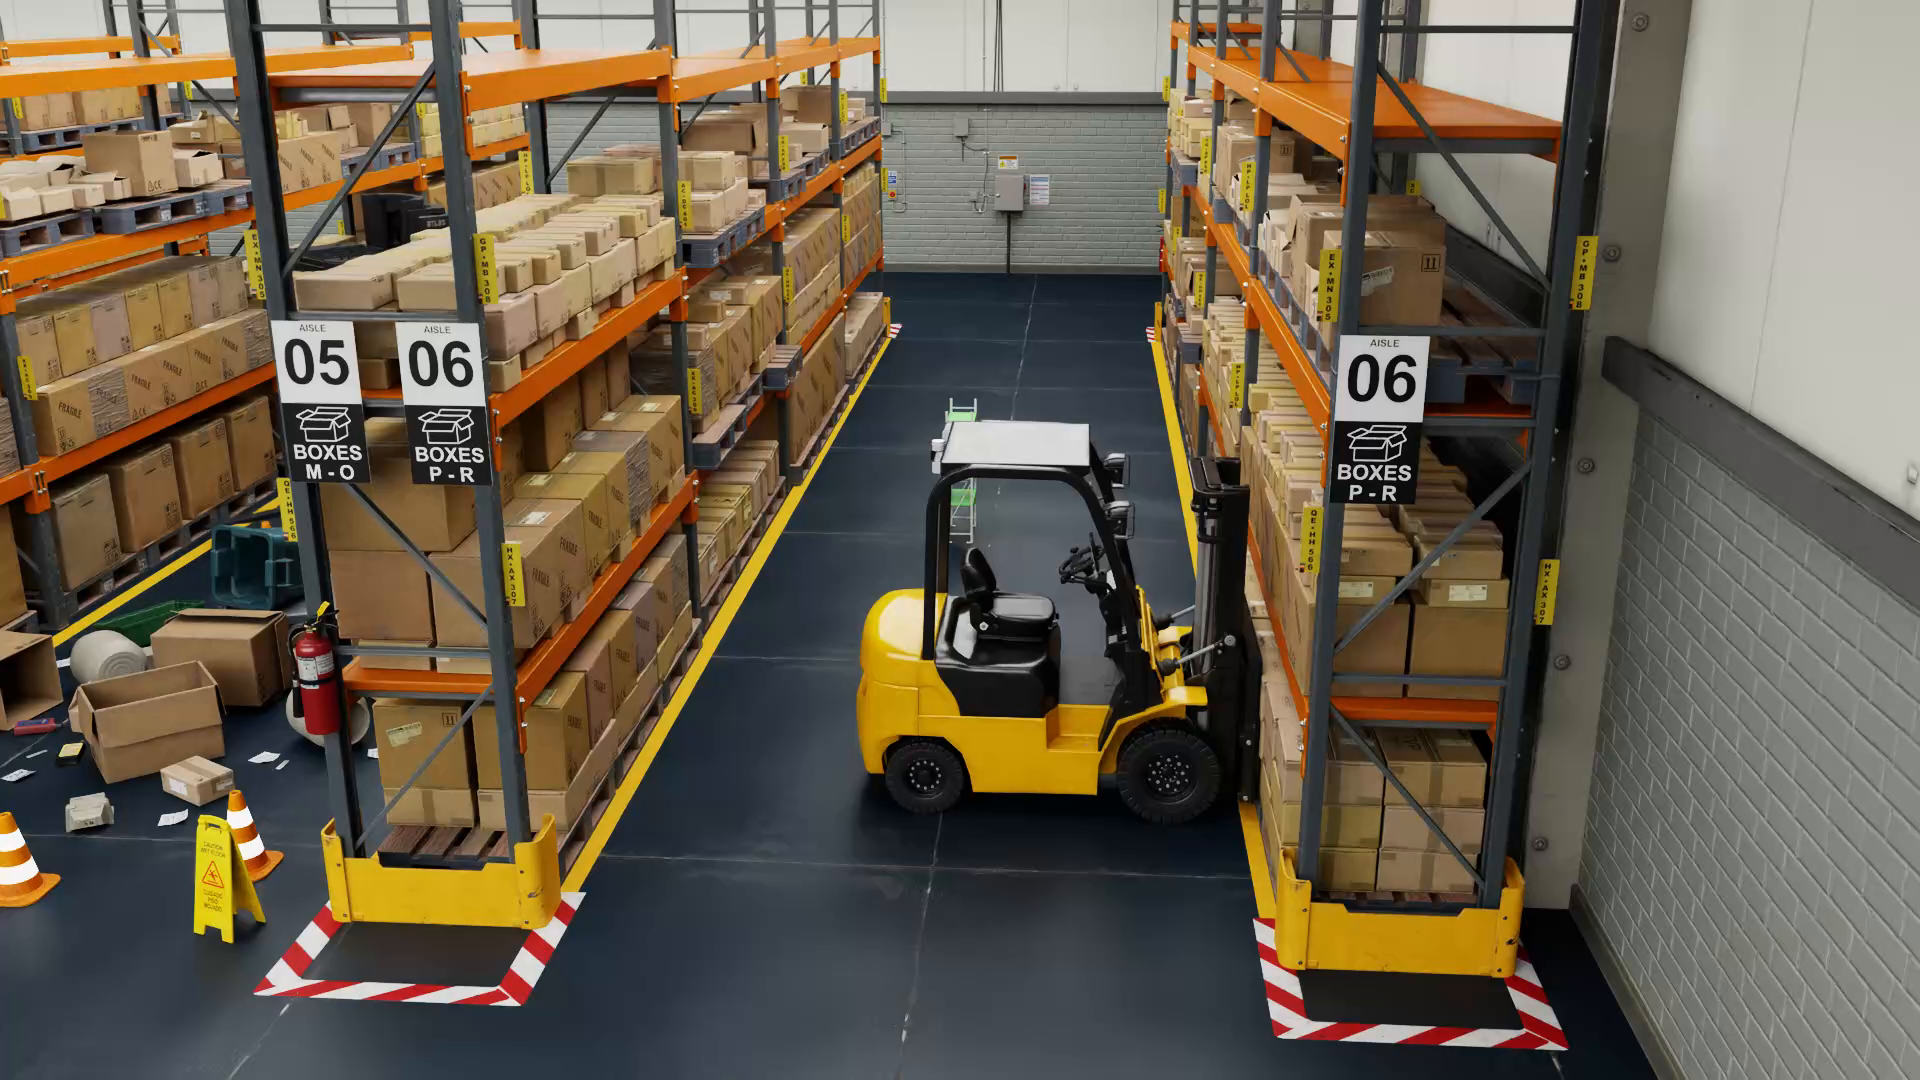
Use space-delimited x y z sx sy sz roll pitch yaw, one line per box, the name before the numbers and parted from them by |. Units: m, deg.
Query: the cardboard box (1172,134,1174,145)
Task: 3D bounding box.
cardboard box | 2.937 -5.183 21.510 0.380 0.149 0.250 1 18 4

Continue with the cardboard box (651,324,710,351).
cardboard box | -2.073 -1.506 12.348 0.380 0.149 0.250 1 18 4

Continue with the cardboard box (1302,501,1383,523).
cardboard box | 1.999 -0.092 8.706 0.380 0.149 0.250 2 18 5

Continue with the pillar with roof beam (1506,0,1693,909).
pillar with roof beam | -1.140 -2.463 7.986 9.100 9.000 0.400 1 18 4

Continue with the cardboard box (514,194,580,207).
cardboard box | -2.807 -2.266 11.326 0.380 0.149 0.250 1 18 3

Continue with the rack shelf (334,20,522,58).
rack shelf | -6.687 -6.364 21.053 1.077 0.370 4.000 1 18 4

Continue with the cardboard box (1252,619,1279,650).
cardboard box | 2.028 0.690 10.137 0.500 0.250 0.500 1 18 3

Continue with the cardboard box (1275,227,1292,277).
cardboard box | 2.083 -1.716 9.907 0.396 0.266 0.258 1 18 3

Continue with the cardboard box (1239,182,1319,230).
cardboard box | 2.301 -2.422 11.989 0.500 0.311 0.500 1 18 2

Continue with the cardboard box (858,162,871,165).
cardboard box | -1.425 -5.113 22.903 0.380 0.149 0.250 2 18 5

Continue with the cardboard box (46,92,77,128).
cardboard box | -11.731 -5.509 21.104 0.700 0.500 0.500 2 18 7

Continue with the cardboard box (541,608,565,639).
cardboard box | -2.411 0.430 9.197 0.380 0.149 0.250 1 18 2

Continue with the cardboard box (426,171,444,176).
cardboard box | -6.963 -4.532 21.692 0.500 0.500 0.500 1 18 2

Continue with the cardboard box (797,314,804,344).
cardboard box | -1.867 -2.149 16.904 0.500 0.250 0.500 1 18 2

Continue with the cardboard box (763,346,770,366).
cardboard box | -1.908 -1.645 14.854 0.380 0.149 0.250 0 18 1

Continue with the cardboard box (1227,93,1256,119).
cardboard box | 3.126 -4.758 18.236 0.396 0.266 0.258 1 18 4

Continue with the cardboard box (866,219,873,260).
cardboard box | -1.448 -3.975 22.075 0.500 0.500 0.500 2 18 6

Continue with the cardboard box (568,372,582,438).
cardboard box | -2.828 -0.890 10.578 0.700 0.500 0.500 1 18 3

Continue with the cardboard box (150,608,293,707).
cardboard box | -5.086 0.800 11.455 0.797 0.637 0.503 1 18 4

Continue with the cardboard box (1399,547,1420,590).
cardboard box | 2.442 0.147 8.454 0.380 0.149 0.250 1 18 4

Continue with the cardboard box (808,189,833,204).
cardboard box | -1.604 -4.079 19.747 0.380 0.149 0.250 1 18 3

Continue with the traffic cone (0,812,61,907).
traffic cone | -5.133 1.695 9.007 0.336 0.463 0.334 1 18 4

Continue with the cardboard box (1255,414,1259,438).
cardboard box | 2.190 -0.744 11.174 0.380 0.149 0.250 2 18 5

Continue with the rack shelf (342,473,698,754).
rack shelf | -2.603 0.292 10.371 1.077 0.370 4.000 1 18 4

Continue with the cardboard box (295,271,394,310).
cardboard box | -3.016 -1.226 8.152 0.380 0.149 0.250 1 18 4

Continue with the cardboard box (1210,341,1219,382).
cardboard box | 2.411 -1.520 14.184 0.500 0.250 0.500 1 18 3

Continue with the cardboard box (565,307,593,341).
cardboard box | -2.310 -1.232 9.453 0.380 0.149 0.250 1 18 5

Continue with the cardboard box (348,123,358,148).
cardboard box | -7.103 -4.549 18.641 0.500 0.311 0.500 1 18 3

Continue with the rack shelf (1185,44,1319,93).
rack shelf | 2.922 -4.744 16.747 1.077 0.370 4.000 1 18 4

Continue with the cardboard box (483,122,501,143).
cardboard box | -6.390 -5.372 21.924 0.500 0.250 0.500 2 18 6

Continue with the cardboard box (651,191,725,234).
cardboard box | -2.017 -2.398 12.172 0.500 0.250 0.500 1 18 2

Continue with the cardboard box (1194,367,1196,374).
cardboard box | 2.743 -1.854 18.062 0.380 0.149 0.250 2 18 6

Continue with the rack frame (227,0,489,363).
rack frame | -2.746 -2.280 7.429 1.000 3.000 0.127 1 18 4

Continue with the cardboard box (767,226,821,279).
cardboard box | -1.775 -3.055 17.664 0.500 0.500 0.500 2 18 5

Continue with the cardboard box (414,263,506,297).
cardboard box | -2.515 -1.299 8.374 0.380 0.149 0.250 1 18 4

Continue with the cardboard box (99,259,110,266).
cardboard box | -11.345 -3.667 21.700 0.380 0.149 0.250 1 18 3

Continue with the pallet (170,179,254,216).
pallet | -7.110 -3.127 15.136 1.213 0.211 1.003 2 18 6

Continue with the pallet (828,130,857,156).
pallet | -1.817 -4.793 20.059 1.003 0.211 1.213 1 18 4

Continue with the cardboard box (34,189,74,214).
cardboard box | -7.082 -2.620 12.853 0.250 0.149 0.380 1 18 4

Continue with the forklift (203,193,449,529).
forklift | -5.366 -1.575 15.023 1.130 2.935 3.031 16 24 40

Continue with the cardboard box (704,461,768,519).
cardboard box | -2.268 -0.460 15.055 0.950 0.372 0.625 1 18 3

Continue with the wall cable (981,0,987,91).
wall cable | -0.722 -9.005 27.952 2.355 3.000 0.029 1 18 4

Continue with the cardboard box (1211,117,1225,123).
cardboard box | 2.862 -4.942 19.330 0.500 0.250 0.500 1 18 4

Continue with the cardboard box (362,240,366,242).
cardboard box | -6.683 -3.386 19.211 0.380 0.149 0.250 1 18 2

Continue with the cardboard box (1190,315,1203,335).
cardboard box | 2.443 -2.097 16.234 0.380 0.149 0.250 2 18 5

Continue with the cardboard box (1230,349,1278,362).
cardboard box | 2.357 -1.426 13.256 0.380 0.149 0.250 1 18 4

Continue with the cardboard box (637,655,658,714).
cardboard box | -2.303 0.949 10.952 0.500 0.250 0.500 2 18 5

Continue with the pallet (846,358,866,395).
pallet | -1.753 -2.065 20.887 1.003 0.211 1.213 1 18 4

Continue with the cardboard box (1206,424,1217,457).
cardboard box | 2.720 -0.682 15.326 0.875 0.625 0.625 2 18 6

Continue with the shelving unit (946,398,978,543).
shelving unit | 0.012 -0.622 14.893 0.258 1.200 0.503 1 18 4

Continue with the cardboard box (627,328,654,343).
cardboard box | -2.621 -1.362 12.951 0.500 0.500 0.500 1 18 4

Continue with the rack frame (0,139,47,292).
rack frame | -11.770 -3.377 20.413 1.000 3.000 0.127 1 18 4

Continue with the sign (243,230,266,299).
sign | -3.298 -1.294 7.815 0.100 0.325 0.005 1 18 4

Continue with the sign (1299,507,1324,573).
sign | 1.665 0.001 7.862 0.100 0.325 0.005 1 18 4

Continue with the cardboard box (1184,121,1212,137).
cardboard box | 2.606 -4.415 17.853 0.380 0.149 0.250 1 18 3

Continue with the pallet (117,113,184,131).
pallet | -11.526 -5.772 23.047 1.003 0.211 1.213 1 18 4

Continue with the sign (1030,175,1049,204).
sign | 1.374 -6.066 28.771 0.329 0.494 0.001 1 18 4

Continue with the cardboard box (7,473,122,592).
cardboard box | -7.449 -0.076 13.276 1.050 0.750 0.750 1 18 4

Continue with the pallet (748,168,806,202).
pallet | -2.179 -3.451 16.122 1.213 0.211 1.003 2 18 6

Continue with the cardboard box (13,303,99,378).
cardboard box | -7.339 -1.587 13.184 0.700 0.500 0.500 1 18 3
